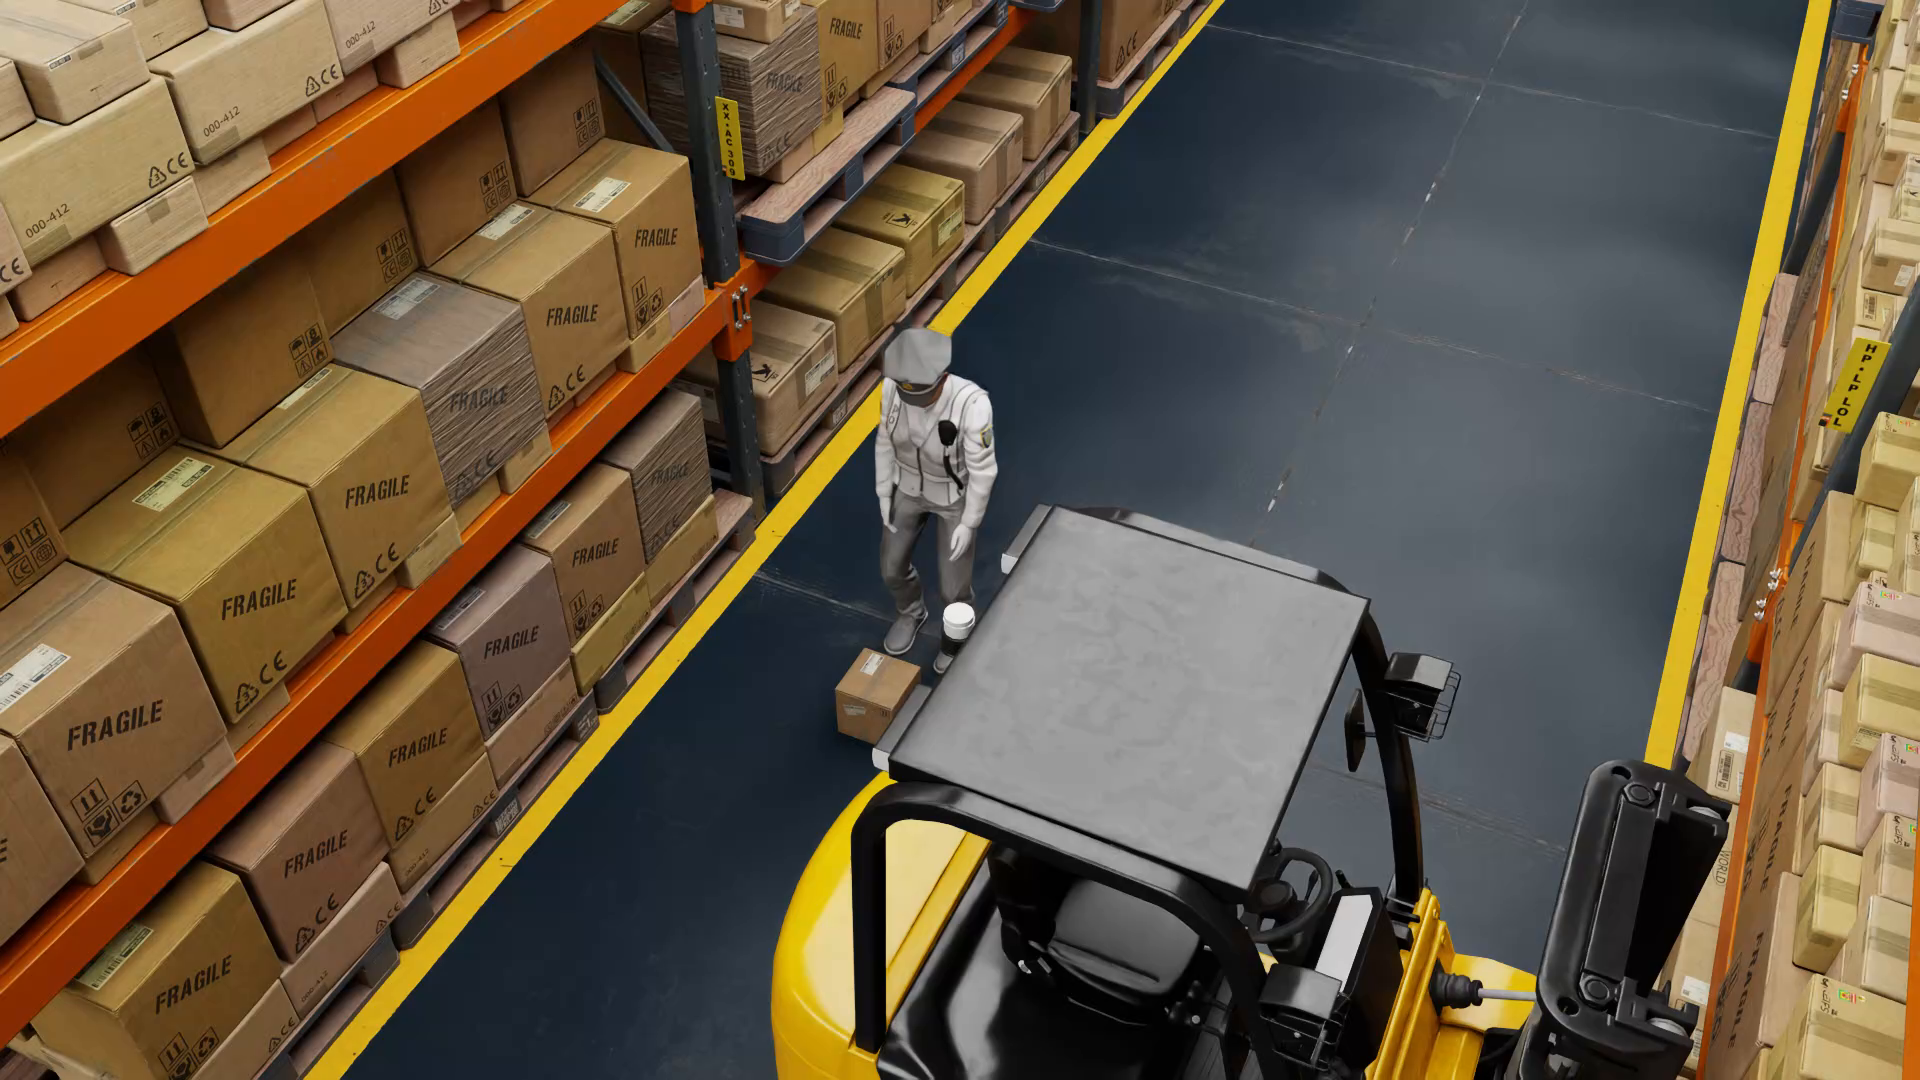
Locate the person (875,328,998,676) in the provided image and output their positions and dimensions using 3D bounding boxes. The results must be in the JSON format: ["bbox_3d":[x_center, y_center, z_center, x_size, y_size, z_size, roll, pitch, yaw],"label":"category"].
[{"bbox_3d":[-0.099,-0.144,6.409,0.504,1.616,0.464,19,45,19],"label":"person"}]
